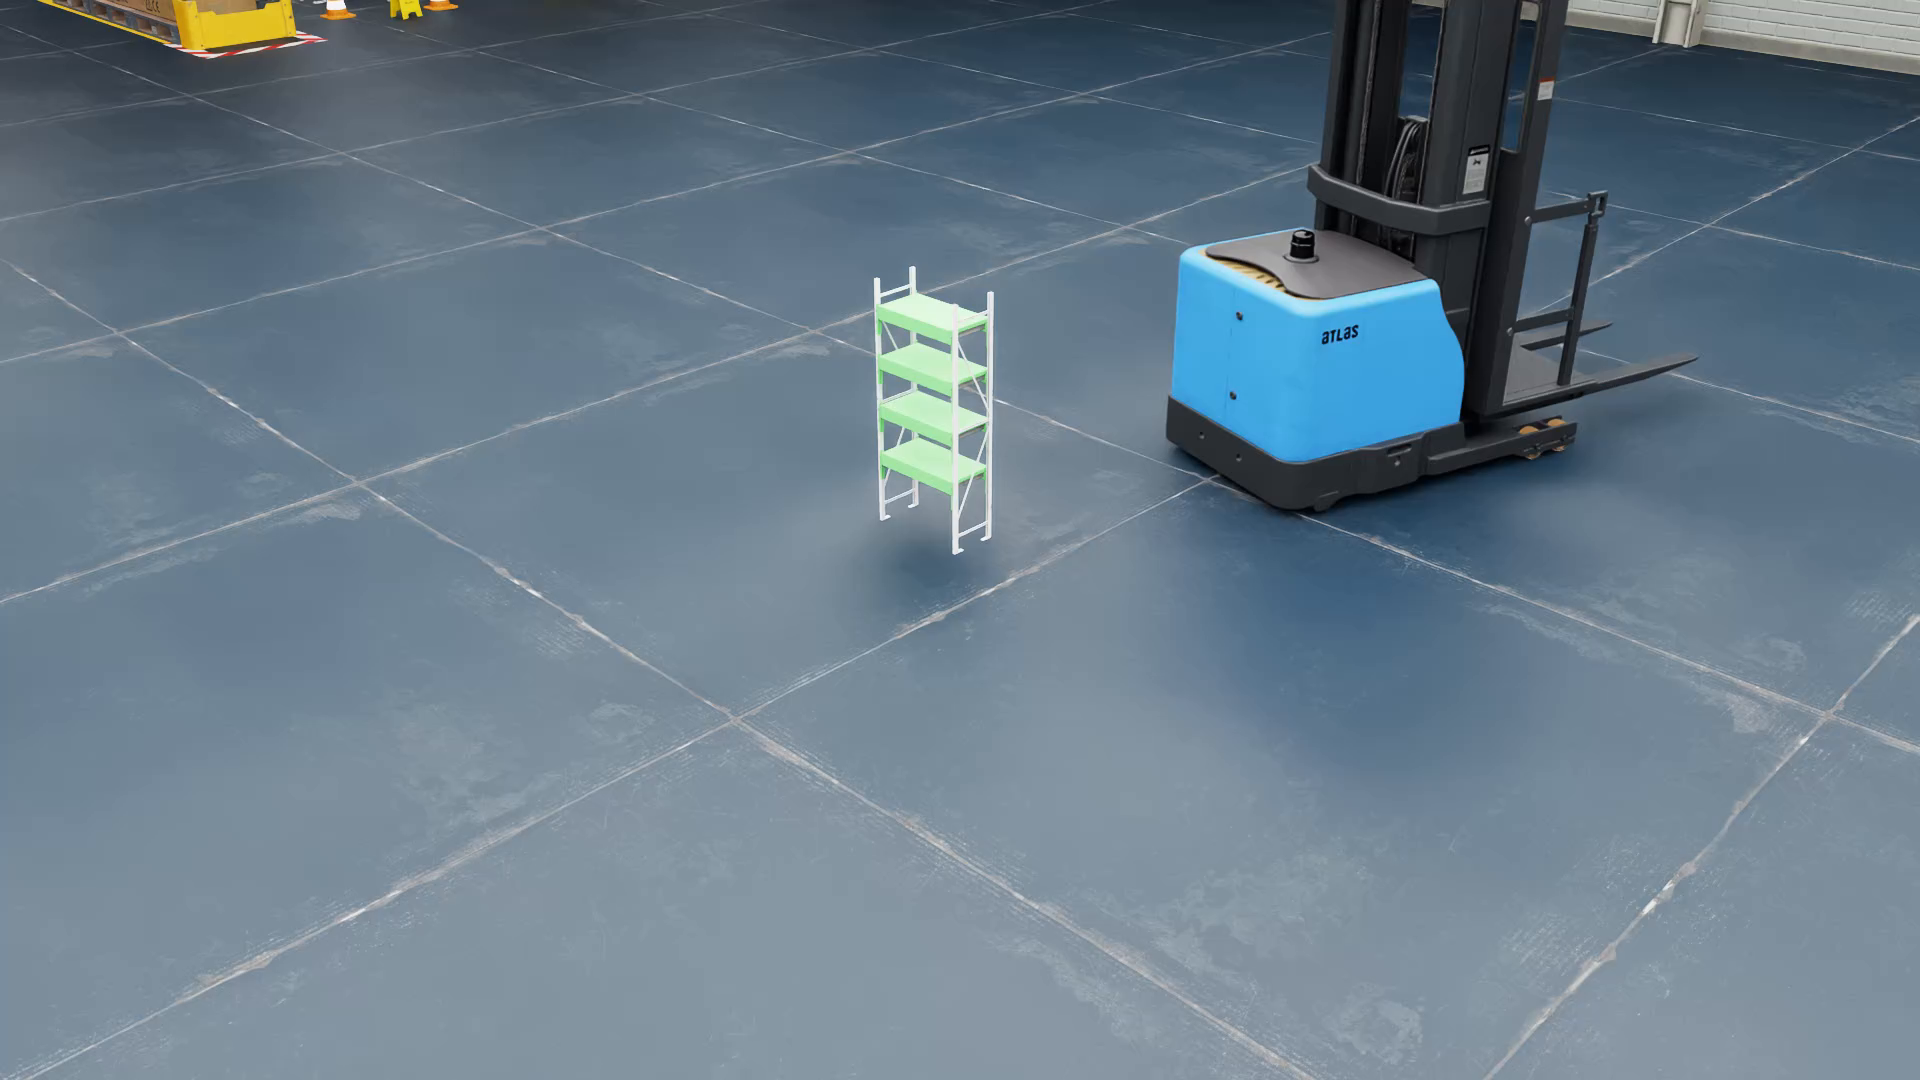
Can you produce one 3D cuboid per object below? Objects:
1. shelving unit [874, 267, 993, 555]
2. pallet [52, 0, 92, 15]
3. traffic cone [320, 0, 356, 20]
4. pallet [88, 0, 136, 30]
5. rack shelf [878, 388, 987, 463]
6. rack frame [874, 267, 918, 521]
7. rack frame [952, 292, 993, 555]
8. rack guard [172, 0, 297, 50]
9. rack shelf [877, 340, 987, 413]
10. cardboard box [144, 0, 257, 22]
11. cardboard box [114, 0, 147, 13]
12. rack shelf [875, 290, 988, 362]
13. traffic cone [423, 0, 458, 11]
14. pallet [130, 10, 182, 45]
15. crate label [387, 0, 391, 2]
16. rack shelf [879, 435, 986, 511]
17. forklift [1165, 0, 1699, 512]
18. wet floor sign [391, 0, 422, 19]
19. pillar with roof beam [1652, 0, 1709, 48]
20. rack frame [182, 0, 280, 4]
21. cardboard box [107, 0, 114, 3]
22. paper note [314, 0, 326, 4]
[{"bbox_3d":[-0.118,-0.585,7.573,0.503,1.200,0.258,25,36,38],"label":"shelving unit"},{"bbox_3d":[-10.201,-6.557,19.994,1.213,0.211,1.003,25,36,38],"label":"pallet"},{"bbox_3d":[-7.219,-6.282,19.200,0.334,0.463,0.336,25,36,38],"label":"traffic cone"},{"bbox_3d":[-9.327,-6.159,19.237,1.213,0.211,1.003,25,36,38],"label":"pallet"},{"bbox_3d":[-0.118,-0.529,7.603,0.480,0.148,0.258,25,36,38],"label":"rack shelf"},{"bbox_3d":[-0.292,-0.665,7.725,0.015,1.200,0.240,25,36,38],"label":"rack frame"},{"bbox_3d":[0.056,-0.505,7.422,0.015,1.200,0.240,25,36,38],"label":"rack frame"},{"bbox_3d":[-7.819,-5.646,17.951,0.348,0.500,1.175,25,36,38],"label":"rack guard"},{"bbox_3d":[-0.118,-0.741,7.492,0.480,0.148,0.258,25,36,38],"label":"rack shelf"},{"bbox_3d":[-8.366,-6.205,18.160,0.875,0.875,0.875,25,37,39],"label":"cardboard box"},{"bbox_3d":[-8.995,-6.492,18.704,0.875,0.875,0.875,24,36,38],"label":"cardboard box"},{"bbox_3d":[-0.118,-0.953,7.380,0.480,0.148,0.258,25,36,38],"label":"rack shelf"},{"bbox_3d":[-6.185,-6.546,19.702,0.334,0.463,0.336,25,36,38],"label":"traffic cone"},{"bbox_3d":[-8.461,-5.761,18.480,1.213,0.211,1.003,25,36,38],"label":"pallet"},{"bbox_3d":[-6.789,-6.638,20.227,0.298,0.136,0.250,7,29,13],"label":"crate label"},{"bbox_3d":[-0.118,-0.316,7.715,0.480,0.148,0.258,25,36,38],"label":"rack shelf"},{"bbox_3d":[2.606,-1.912,8.238,3.031,2.935,1.130,-14,31,-25],"label":"forklift"},{"bbox_3d":[-6.427,-6.366,19.164,0.232,0.644,0.267,18,33,30],"label":"wet floor sign"},{"bbox_3d":[4.713,-7.922,13.147,0.400,9.000,9.100,25,36,38],"label":"pillar with roof beam"},{"bbox_3d":[-7.836,-6.760,17.384,0.127,3.000,1.000,25,36,38],"label":"rack frame"},{"bbox_3d":[-9.644,-6.790,19.271,0.875,0.875,0.875,25,37,39],"label":"cardboard box"},{"bbox_3d":[-7.734,-6.507,20.094,0.144,0.017,0.142,-13,30,-22],"label":"paper note"}]
